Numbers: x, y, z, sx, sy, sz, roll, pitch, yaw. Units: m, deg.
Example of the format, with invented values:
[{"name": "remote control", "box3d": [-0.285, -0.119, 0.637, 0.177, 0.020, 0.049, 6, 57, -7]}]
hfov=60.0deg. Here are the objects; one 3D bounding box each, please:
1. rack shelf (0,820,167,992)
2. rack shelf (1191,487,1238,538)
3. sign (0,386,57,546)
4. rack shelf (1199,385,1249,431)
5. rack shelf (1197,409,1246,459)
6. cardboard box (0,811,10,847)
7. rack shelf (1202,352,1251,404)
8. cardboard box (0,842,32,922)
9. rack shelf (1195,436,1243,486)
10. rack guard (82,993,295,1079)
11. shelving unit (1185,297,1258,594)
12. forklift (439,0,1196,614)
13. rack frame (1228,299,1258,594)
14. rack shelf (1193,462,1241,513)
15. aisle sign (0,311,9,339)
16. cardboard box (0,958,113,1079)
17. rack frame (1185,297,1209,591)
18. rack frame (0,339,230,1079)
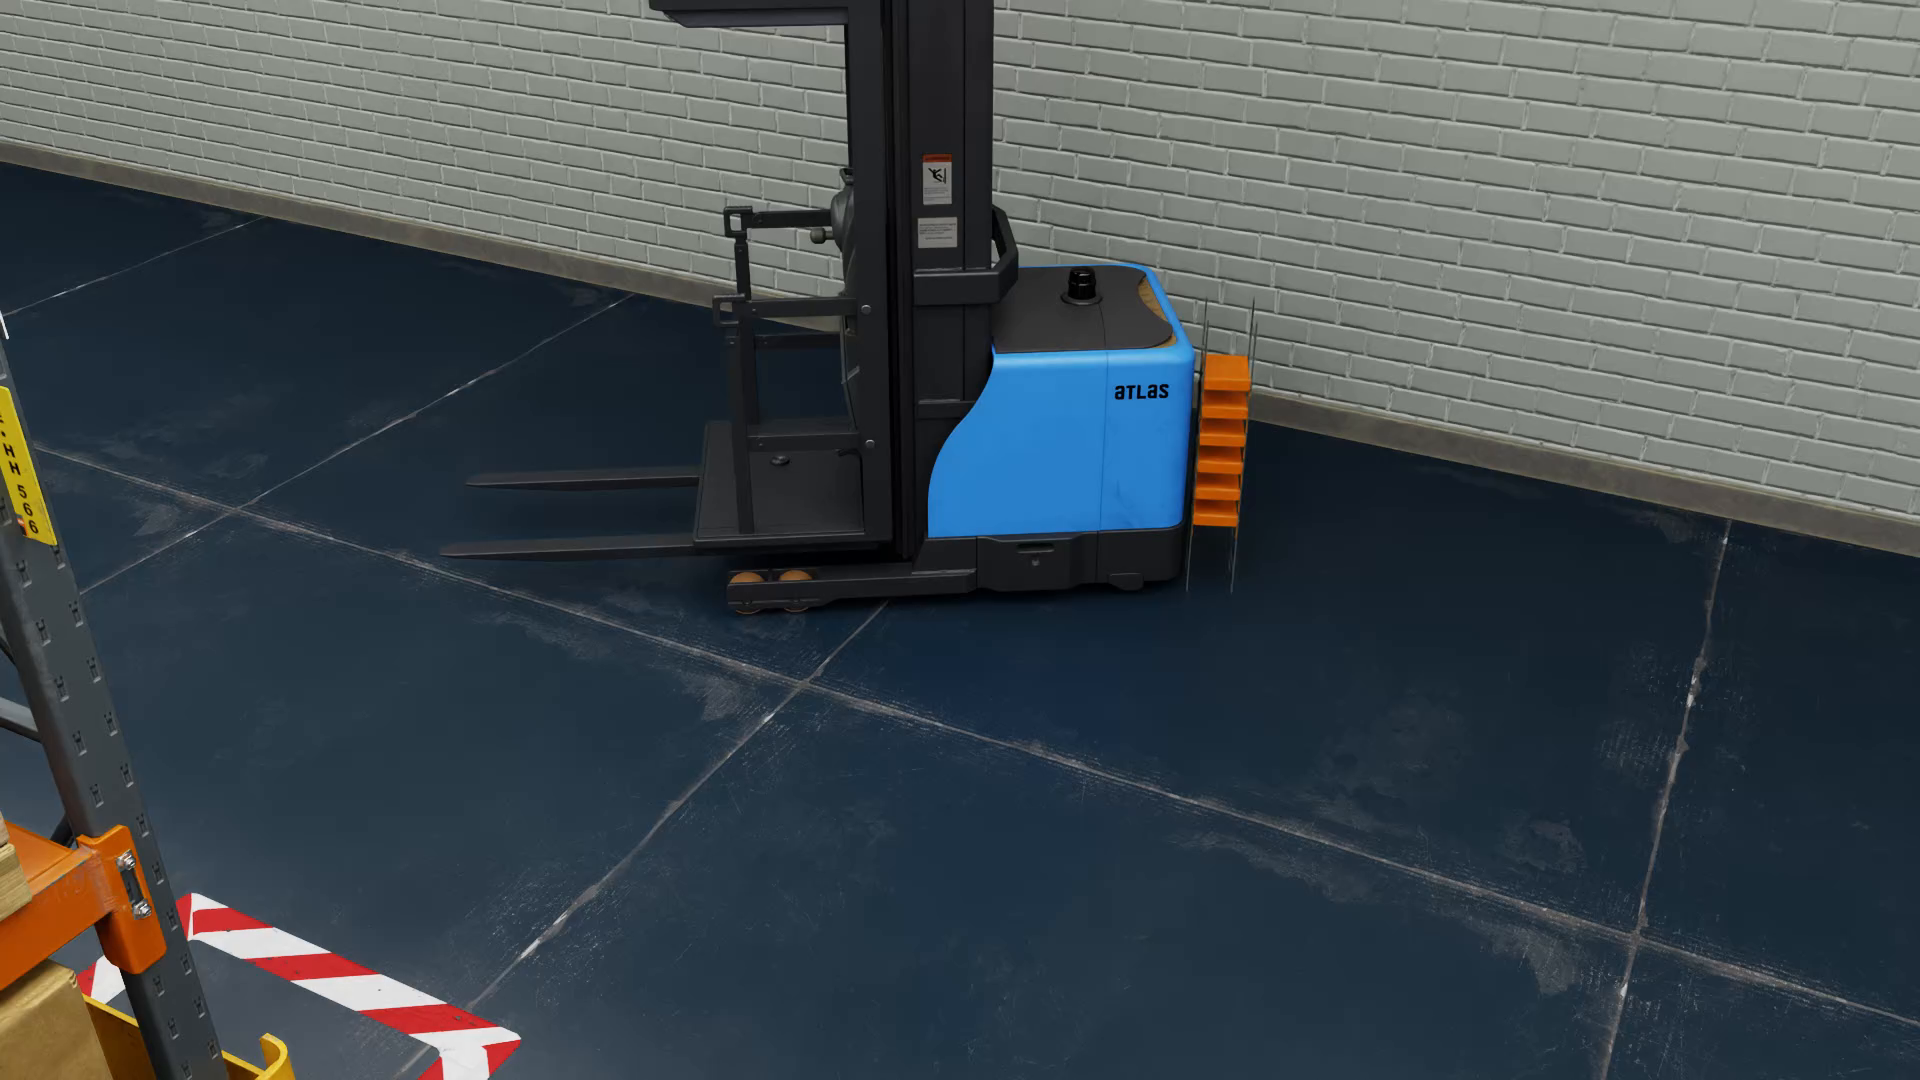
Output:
[{"name": "rack shelf", "box3d": [-3.140, 1.533, 2.291, 1.077, 0.370, 4.000, 14, 33, 23]}, {"name": "rack shelf", "box3d": [1.041, -0.116, 6.819, 0.180, 0.103, 0.258, 3, 30, 5]}, {"name": "sign", "box3d": [-1.753, -0.141, 3.083, 0.100, 0.325, 0.005, 14, 33, 23]}, {"name": "rack shelf", "box3d": [1.041, -0.532, 6.580, 0.180, 0.103, 0.258, 3, 30, 5]}, {"name": "rack shelf", "box3d": [1.041, -0.428, 6.639, 0.180, 0.103, 0.258, 3, 30, 5]}, {"name": "cardboard box", "box3d": [-2.214, 0.546, 3.140, 0.500, 0.250, 0.500, 14, 33, 23]}, {"name": "rack shelf", "box3d": [1.041, -0.637, 6.520, 0.180, 0.103, 0.258, 3, 30, 5]}, {"name": "cardboard box", "box3d": [-2.098, 0.676, 3.313, 0.380, 0.149, 0.250, 15, 33, 24]}, {"name": "rack shelf", "box3d": [1.041, -0.324, 6.699, 0.180, 0.103, 0.258, 3, 30, 5]}, {"name": "rack guard", "box3d": [-2.218, 1.408, 4.296, 1.175, 0.500, 0.348, 14, 33, 23]}, {"name": "shelving unit", "box3d": [1.041, -0.363, 6.677, 0.189, 1.200, 0.258, 3, 30, 5]}, {"name": "forklift", "box3d": [-0.620, -1.246, 6.476, 3.031, 2.935, 1.130, -2, 30, -4]}, {"name": "rack frame", "box3d": [1.132, -0.358, 6.669, 0.006, 1.200, 0.240, 3, 30, 5]}, {"name": "rack shelf", "box3d": [1.041, -0.220, 6.759, 0.180, 0.103, 0.258, 3, 30, 5]}, {"name": "aisle sign", "box3d": [-1.929, -0.757, 2.945, 0.394, 0.787, 0.004, 14, 33, 23]}, {"name": "cardboard box", "box3d": [-2.450, 1.376, 3.554, 0.875, 0.875, 0.875, 14, 33, 23]}, {"name": "rack frame", "box3d": [0.950, -0.367, 6.685, 0.006, 1.200, 0.240, 3, 30, 5]}, {"name": "rack frame", "box3d": [-2.229, 0.335, 3.655, 1.000, 3.000, 0.127, 14, 33, 23]}]
